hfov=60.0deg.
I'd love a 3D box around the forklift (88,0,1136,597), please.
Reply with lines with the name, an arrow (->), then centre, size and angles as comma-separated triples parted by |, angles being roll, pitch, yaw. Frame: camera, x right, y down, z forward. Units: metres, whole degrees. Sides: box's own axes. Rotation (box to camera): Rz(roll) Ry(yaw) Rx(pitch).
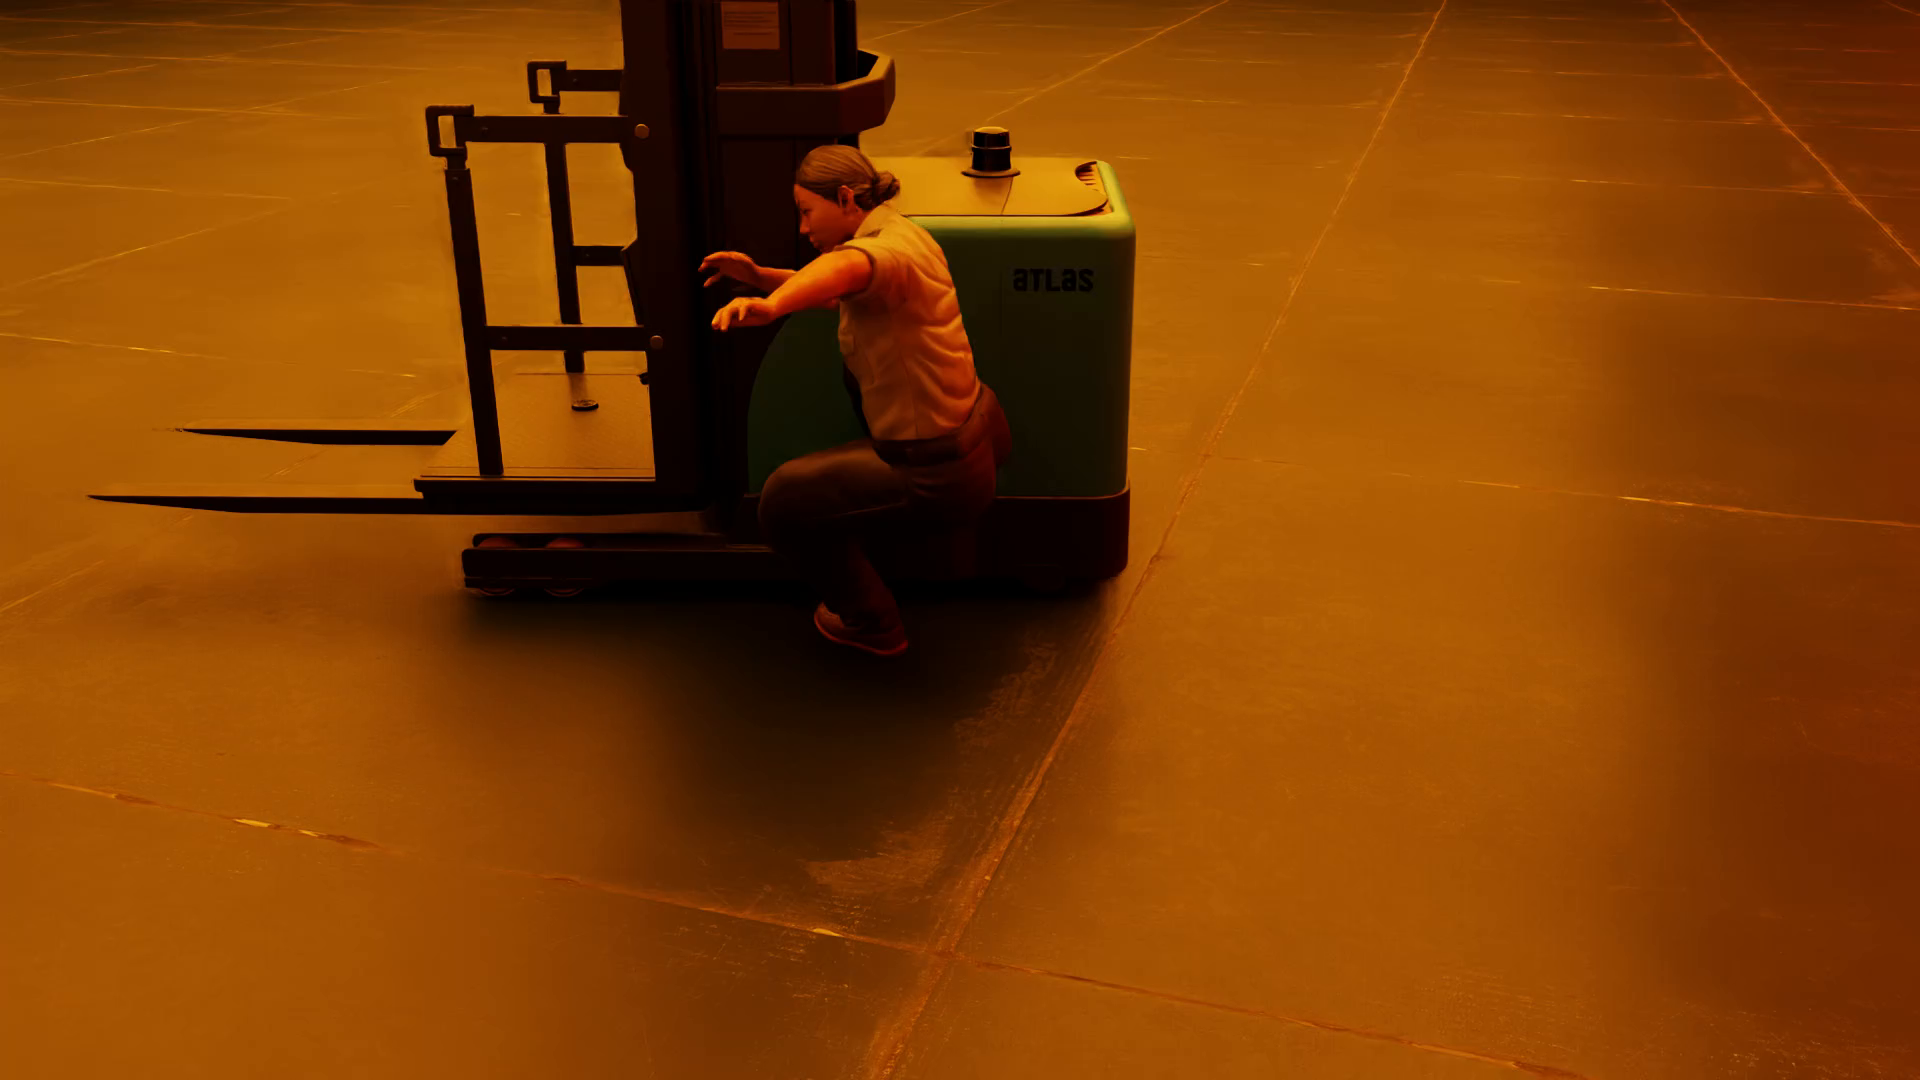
forklift -> -1.026, -1.393, 4.654 | 3.031, 2.935, 1.130 | 0, 22, 1

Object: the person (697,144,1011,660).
person -> -0.275, -0.274, 3.919 | 0.733, 1.264, 1.498 | 6, 23, 14
